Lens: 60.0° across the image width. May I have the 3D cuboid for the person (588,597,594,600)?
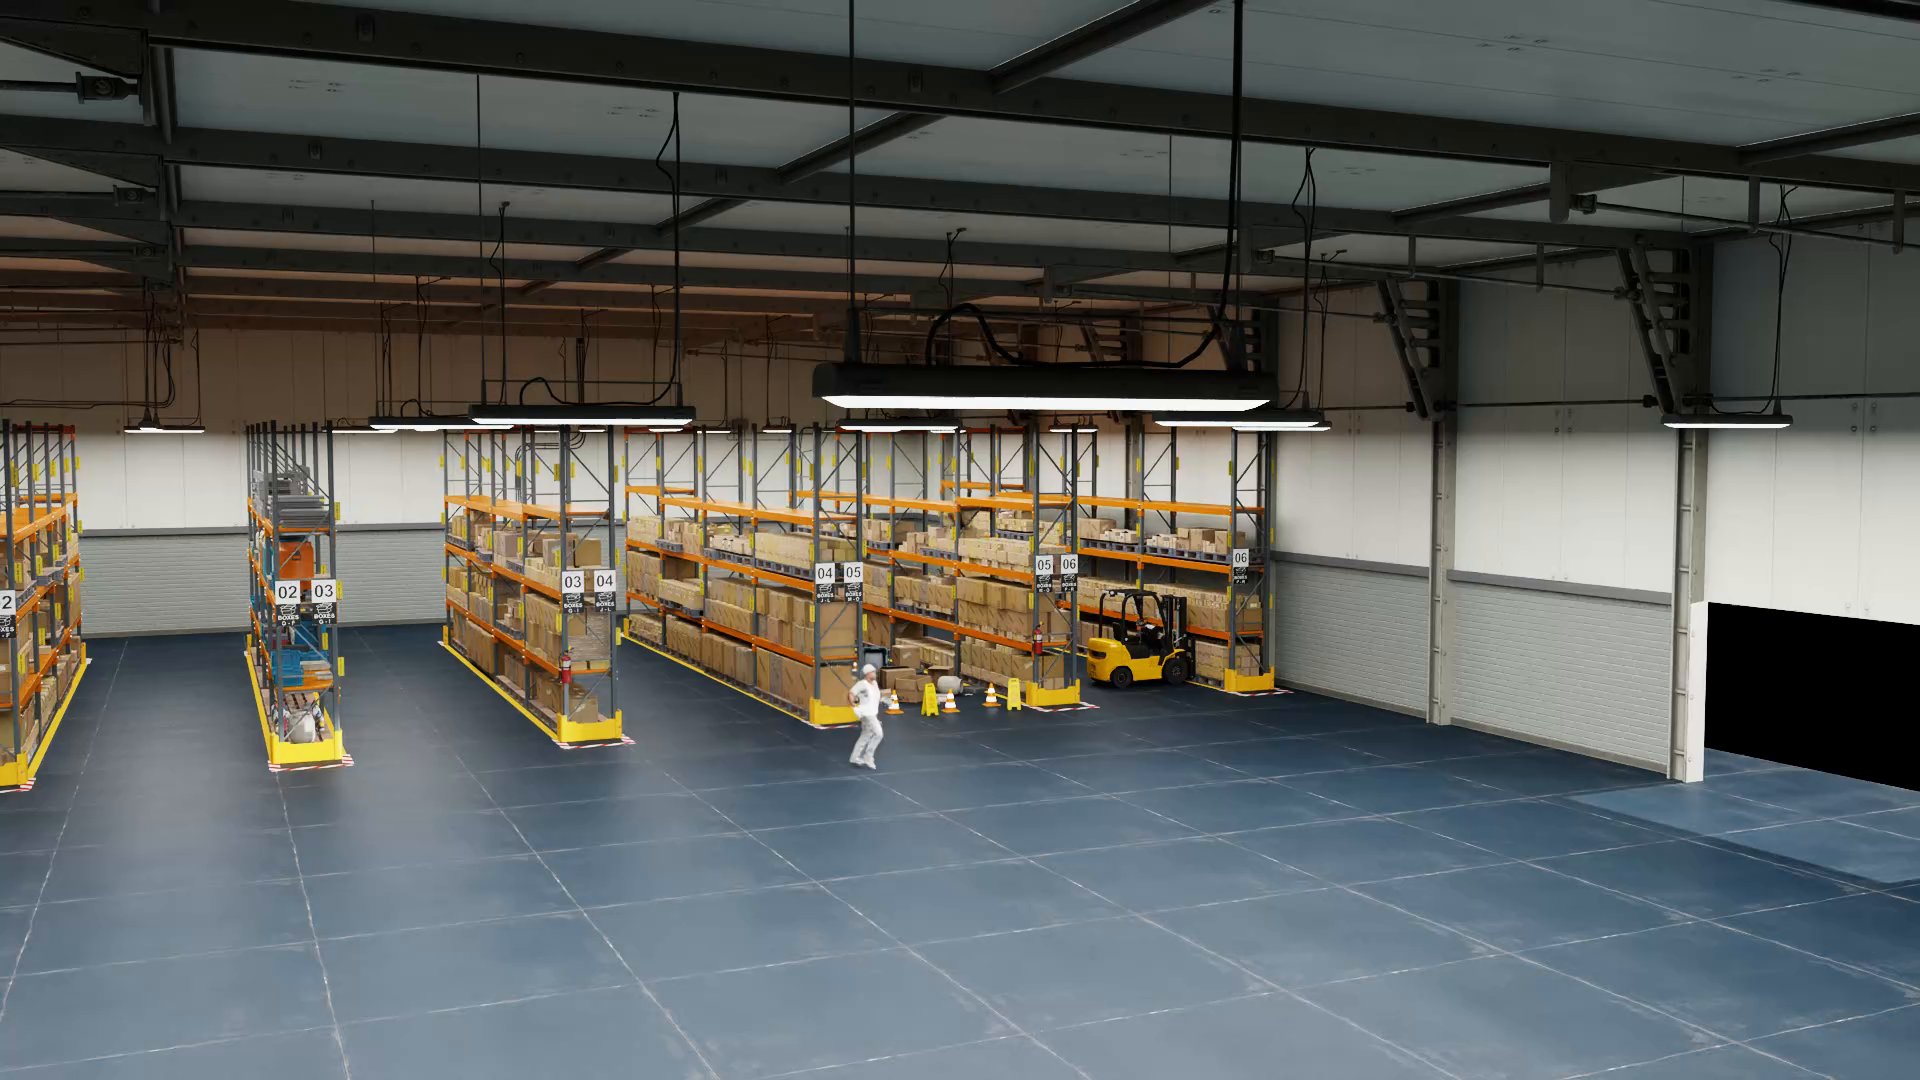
[{"bbox_3d":[-10.434,1.928,46.397,0.691,1.771,0.957,0,4,-7],"label":"person"}]

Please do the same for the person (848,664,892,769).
[{"bbox_3d":[-1.560,3.050,28.732,0.742,1.817,0.667,1,4,12],"label":"person"}]
